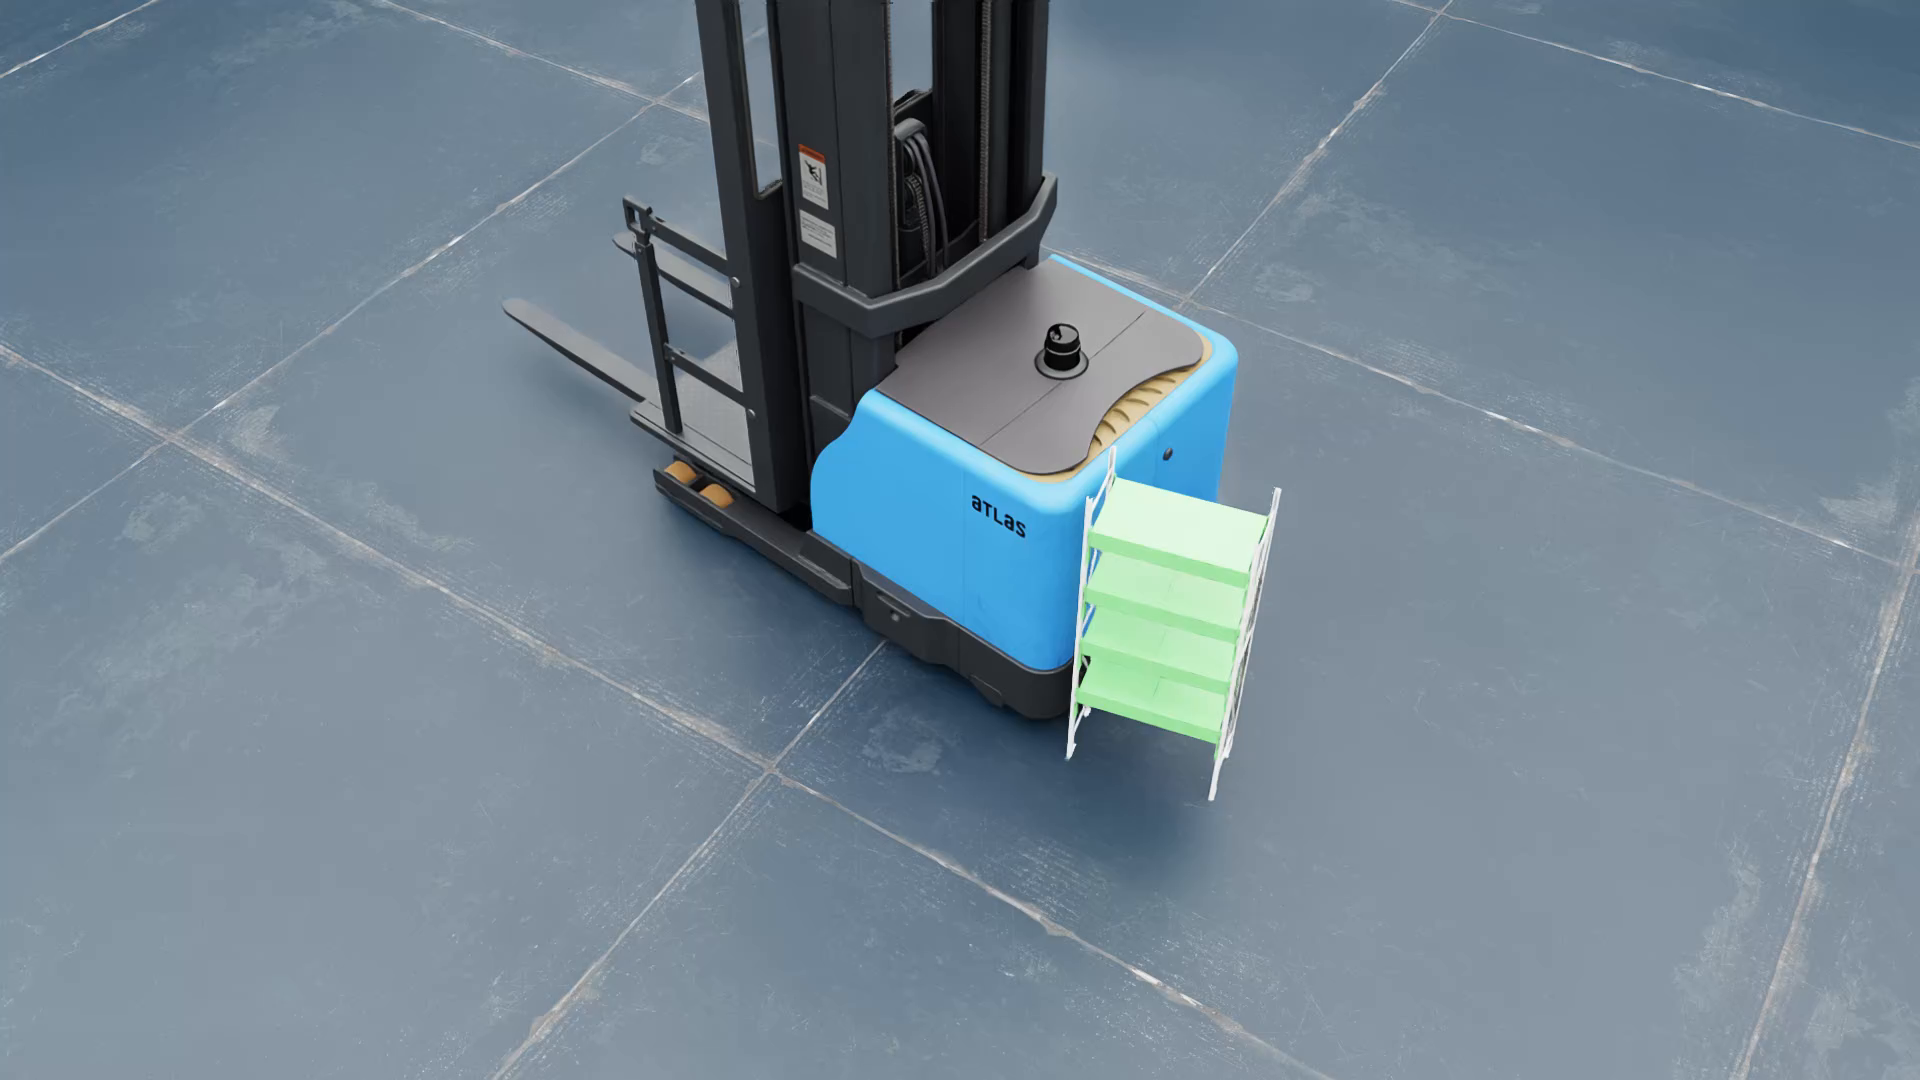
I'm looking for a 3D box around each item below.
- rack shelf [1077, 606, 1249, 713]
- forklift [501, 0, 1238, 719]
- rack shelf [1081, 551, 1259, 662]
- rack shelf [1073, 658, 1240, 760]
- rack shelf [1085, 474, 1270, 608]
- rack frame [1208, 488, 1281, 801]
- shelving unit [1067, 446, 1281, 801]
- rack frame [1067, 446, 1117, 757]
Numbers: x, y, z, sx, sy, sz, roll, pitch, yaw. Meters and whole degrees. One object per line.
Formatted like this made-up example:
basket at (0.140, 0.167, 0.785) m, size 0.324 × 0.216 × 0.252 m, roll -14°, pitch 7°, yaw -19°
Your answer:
rack shelf at (0.634, 0.333, 5.179) m, size 0.480 × 0.148 × 0.258 m, roll 16°, pitch 48°, yaw 15°
forklift at (-0.533, -1.327, 5.495) m, size 3.031 × 2.935 × 1.130 m, roll 31°, pitch 53°, yaw 27°
rack shelf at (0.634, 0.166, 5.007) m, size 0.480 × 0.148 × 0.258 m, roll 16°, pitch 48°, yaw 15°
rack shelf at (0.634, 0.501, 5.351) m, size 0.480 × 0.148 × 0.258 m, roll 16°, pitch 48°, yaw 15°
rack shelf at (0.634, -0.001, 4.834) m, size 0.480 × 0.148 × 0.258 m, roll 16°, pitch 48°, yaw 15°
rack frame at (0.861, 0.352, 5.071) m, size 0.015 × 1.200 × 0.240 m, roll 16°, pitch 48°, yaw 15°
shelving unit at (0.634, 0.289, 5.133) m, size 0.503 × 1.200 × 0.258 m, roll 16°, pitch 48°, yaw 15°
rack frame at (0.406, 0.225, 5.194) m, size 0.015 × 1.200 × 0.240 m, roll 16°, pitch 48°, yaw 15°
